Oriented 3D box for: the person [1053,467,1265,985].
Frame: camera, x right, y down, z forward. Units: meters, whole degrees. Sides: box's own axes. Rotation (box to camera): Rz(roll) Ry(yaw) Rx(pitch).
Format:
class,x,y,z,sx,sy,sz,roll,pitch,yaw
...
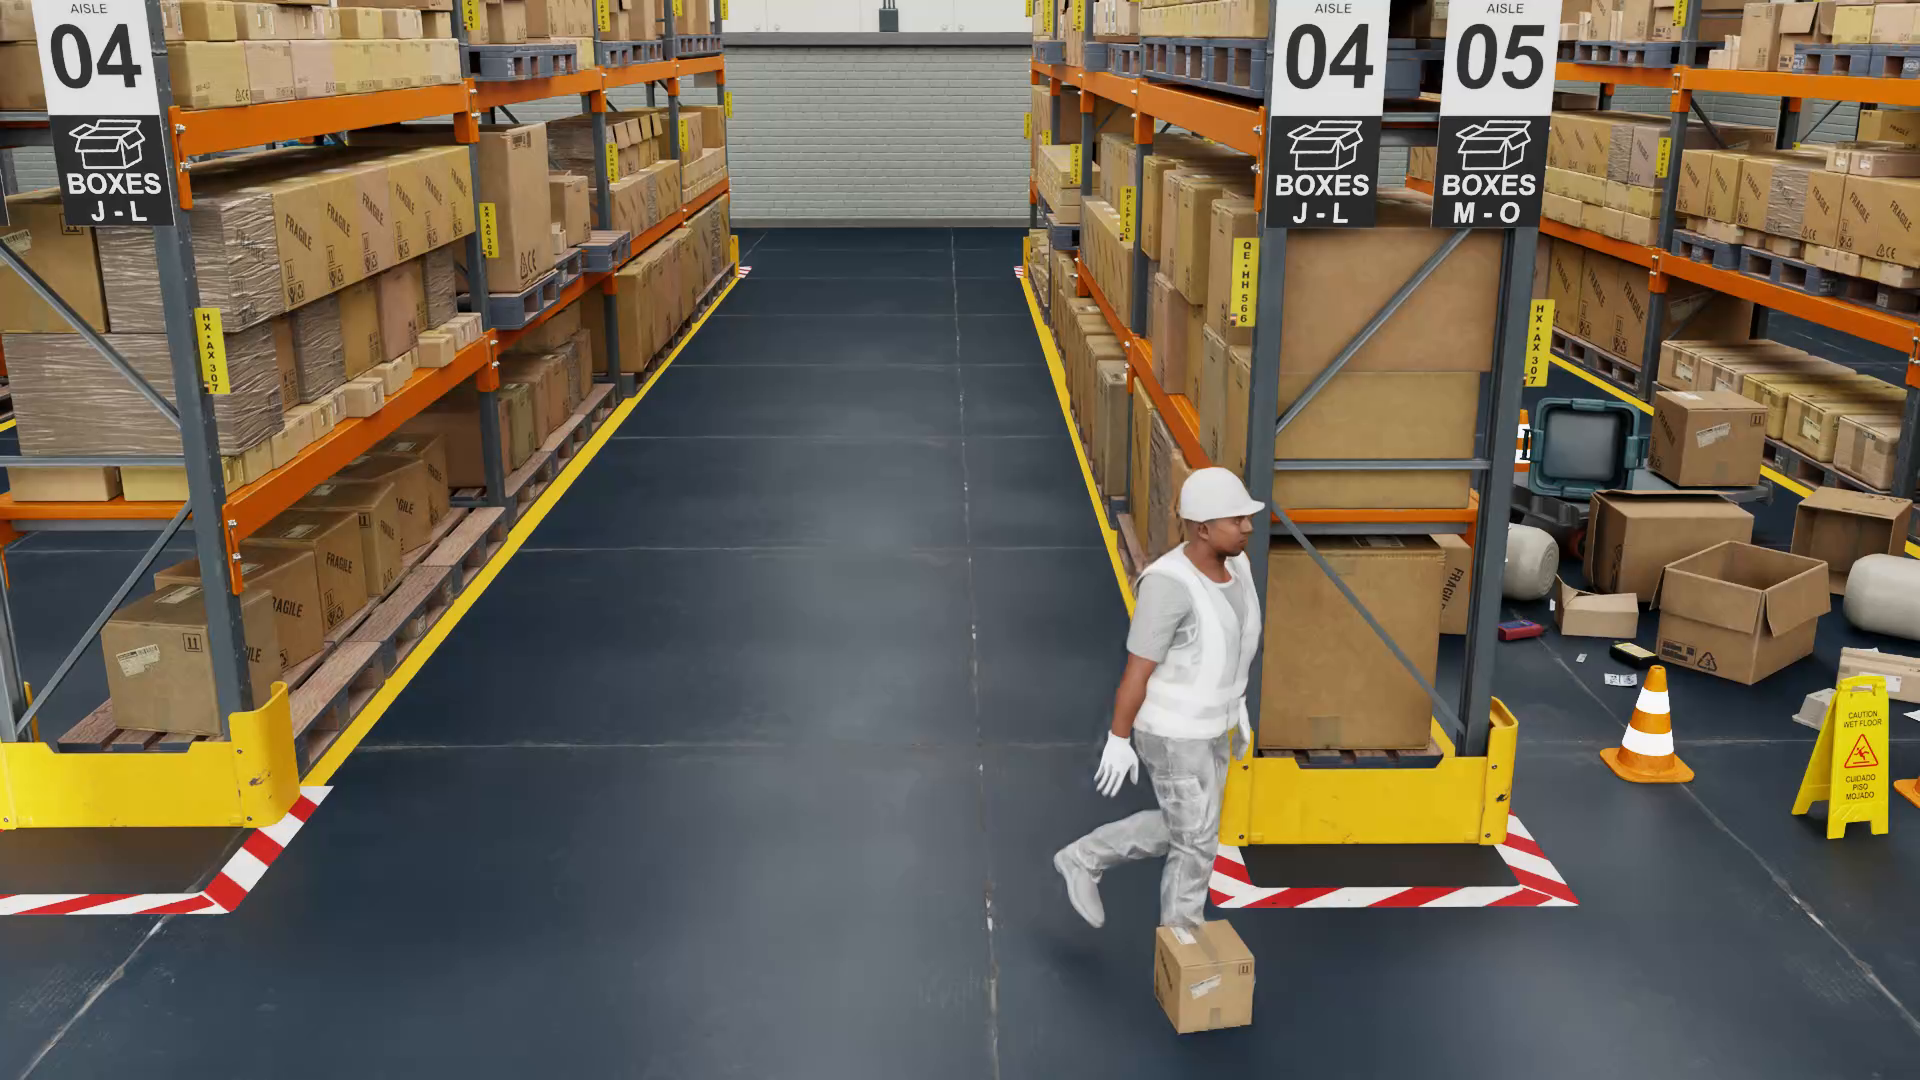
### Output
class,x,y,z,sx,sy,sz,roll,pitch,yaw
person,0.681,0.605,5.534,0.795,1.765,0.631,11,20,32
